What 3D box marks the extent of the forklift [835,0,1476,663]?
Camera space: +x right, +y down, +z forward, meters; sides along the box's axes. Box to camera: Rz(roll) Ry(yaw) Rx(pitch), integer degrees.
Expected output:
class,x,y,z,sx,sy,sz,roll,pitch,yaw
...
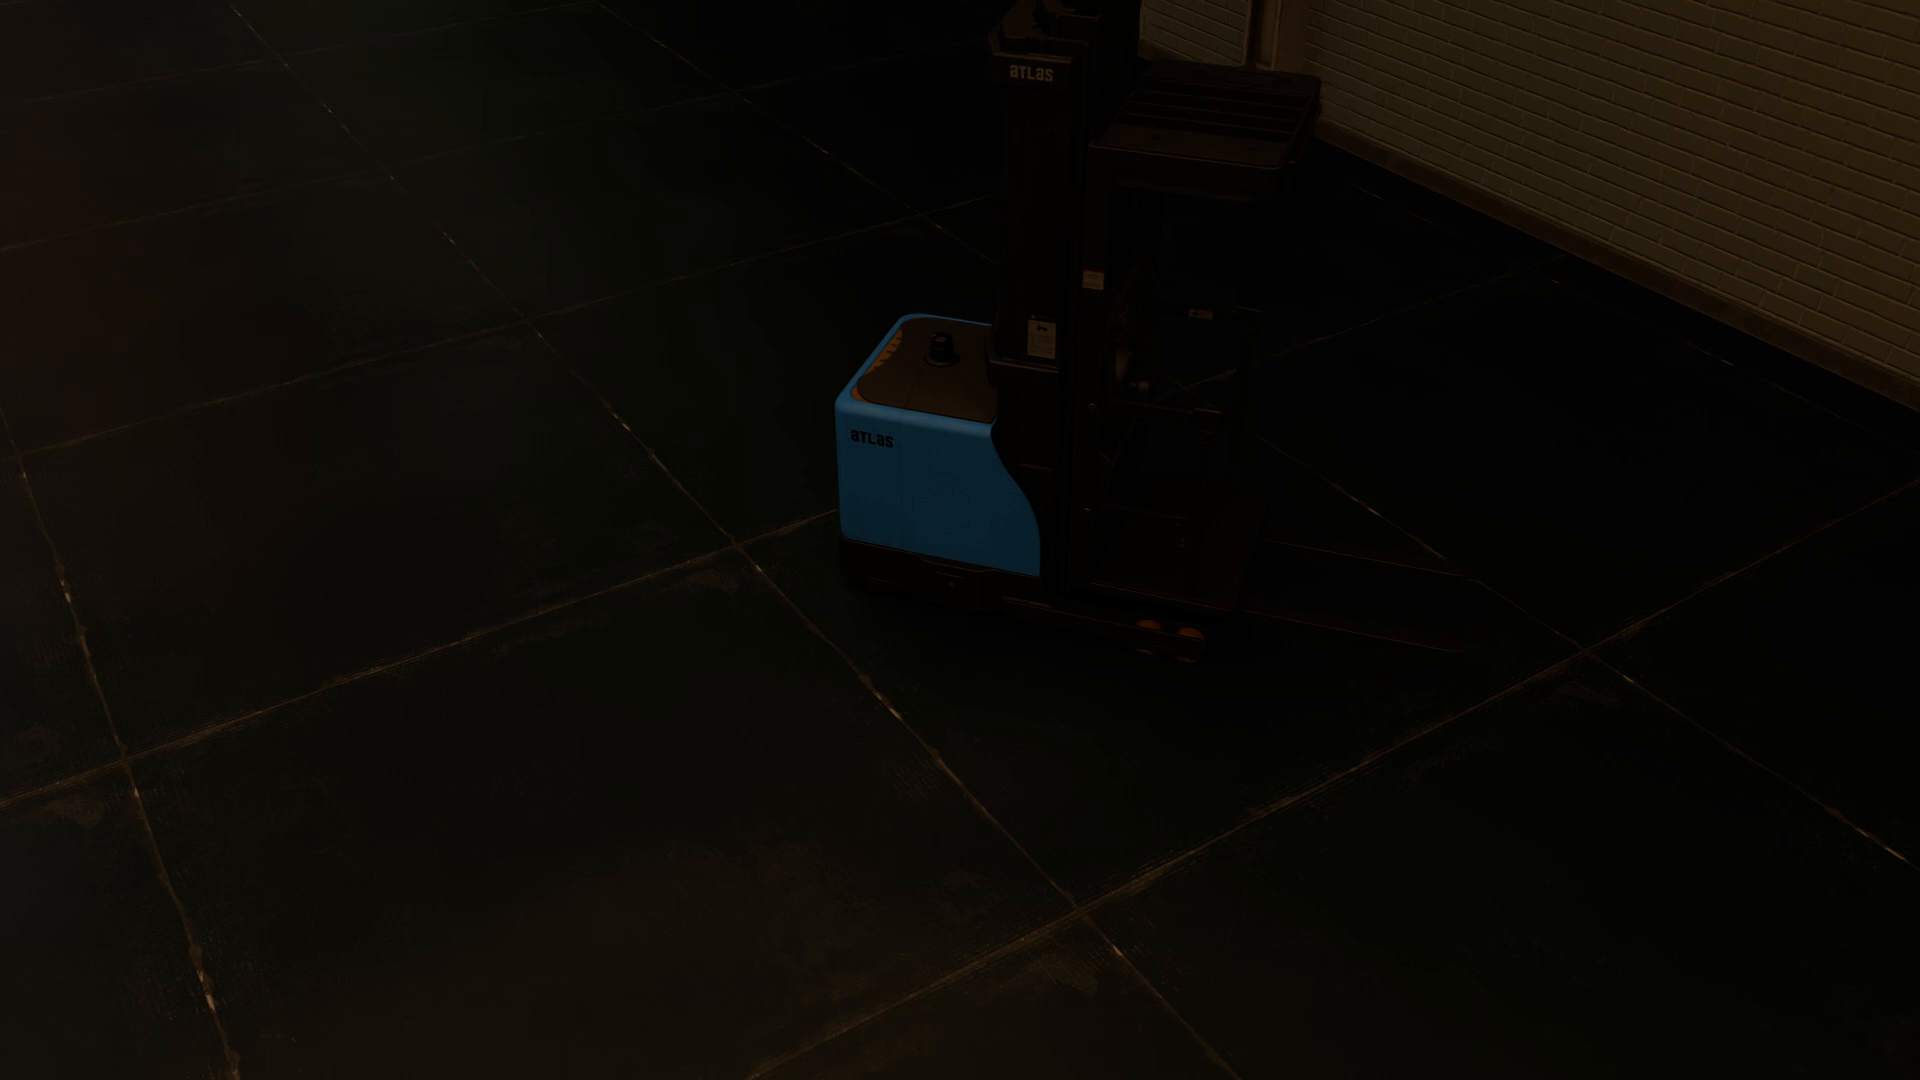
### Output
class,x,y,z,sx,sy,sz,roll,pitch,yaw
forklift,0.970,-0.964,7.519,3.031,2.935,1.130,11,37,15

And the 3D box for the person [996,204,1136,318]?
class,x,y,z,sx,sy,sz,roll,pitch,yaw
person,0.590,-1.181,9.081,0.807,1.480,1.625,10,36,14
